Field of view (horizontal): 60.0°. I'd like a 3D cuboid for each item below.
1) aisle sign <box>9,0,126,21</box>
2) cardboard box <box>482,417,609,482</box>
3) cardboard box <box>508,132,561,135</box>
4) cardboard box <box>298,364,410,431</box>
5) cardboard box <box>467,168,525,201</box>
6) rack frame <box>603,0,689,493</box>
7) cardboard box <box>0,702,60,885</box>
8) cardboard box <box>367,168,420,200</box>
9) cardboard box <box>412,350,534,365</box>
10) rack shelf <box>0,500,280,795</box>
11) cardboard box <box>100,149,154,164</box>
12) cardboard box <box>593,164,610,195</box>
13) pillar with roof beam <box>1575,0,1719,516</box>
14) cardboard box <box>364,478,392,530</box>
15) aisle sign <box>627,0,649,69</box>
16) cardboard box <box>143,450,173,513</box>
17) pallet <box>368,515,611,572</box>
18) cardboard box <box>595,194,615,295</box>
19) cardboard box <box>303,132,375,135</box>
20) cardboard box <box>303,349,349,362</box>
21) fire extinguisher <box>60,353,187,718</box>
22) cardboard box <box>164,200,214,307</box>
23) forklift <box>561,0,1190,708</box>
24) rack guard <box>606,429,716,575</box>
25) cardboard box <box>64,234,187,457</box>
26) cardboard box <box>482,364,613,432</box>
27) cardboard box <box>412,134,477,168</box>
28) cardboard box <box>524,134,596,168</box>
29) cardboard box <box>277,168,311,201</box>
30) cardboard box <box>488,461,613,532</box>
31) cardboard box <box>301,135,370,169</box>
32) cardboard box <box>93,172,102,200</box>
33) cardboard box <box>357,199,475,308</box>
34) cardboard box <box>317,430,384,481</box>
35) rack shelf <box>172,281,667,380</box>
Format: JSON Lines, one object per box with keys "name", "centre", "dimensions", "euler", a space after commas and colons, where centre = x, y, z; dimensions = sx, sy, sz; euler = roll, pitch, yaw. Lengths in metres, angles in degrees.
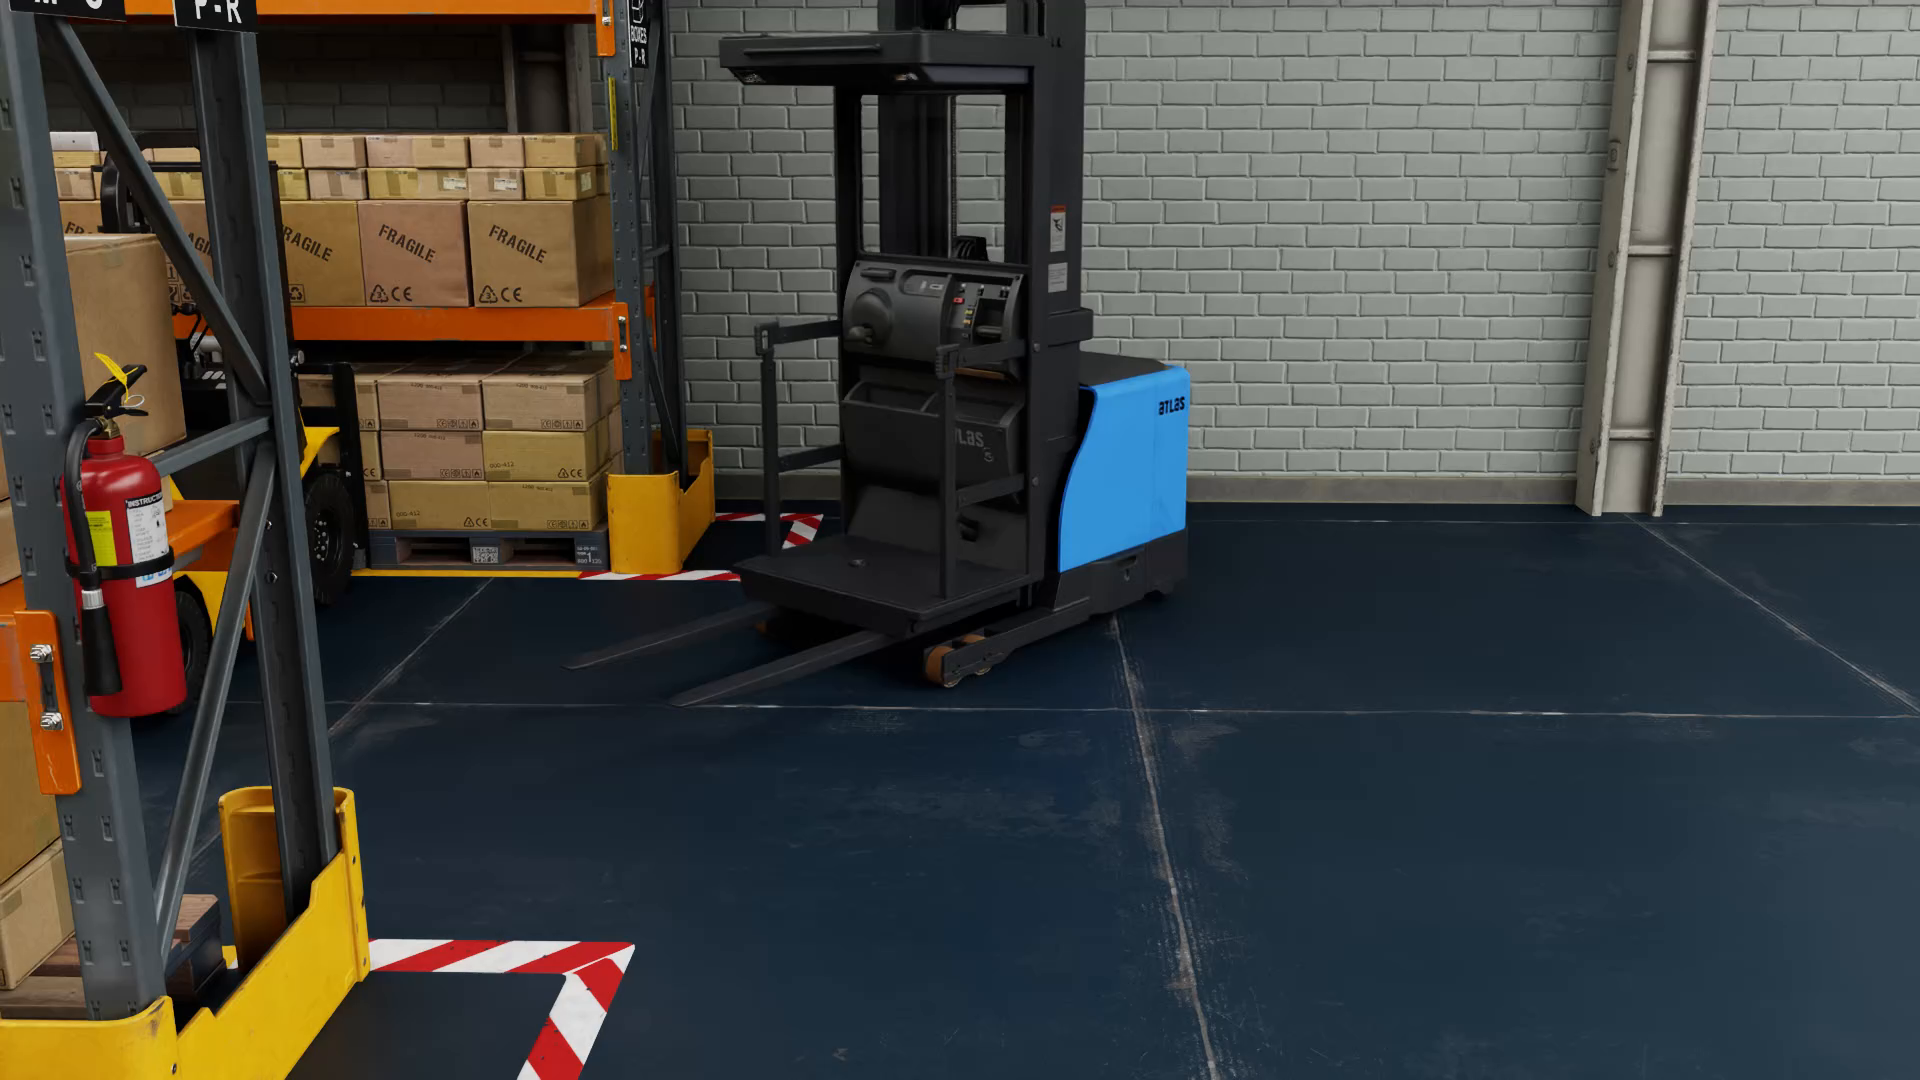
{"name": "aisle sign", "centre": [-1.640, -1.346, 2.966], "dimensions": [0.004, 0.787, 0.394], "euler": [0, 15, 1]}
{"name": "cardboard box", "centre": [-2.066, -0.468, 8.321], "dimensions": [0.500, 0.250, 0.500], "euler": [0, 15, 1]}
{"name": "cardboard box", "centre": [-2.166, -2.010, 8.526], "dimensions": [0.250, 0.149, 0.380], "euler": [1, 15, 3]}
{"name": "cardboard box", "centre": [-3.055, -0.712, 8.267], "dimensions": [0.500, 0.250, 0.500], "euler": [1, 15, 2]}
{"name": "cardboard box", "centre": [-2.181, -1.716, 7.998], "dimensions": [0.250, 0.149, 0.380], "euler": [1, 15, 2]}
{"name": "rack frame", "centre": [-1.571, -1.429, 8.378], "dimensions": [0.127, 3.000, 1.000], "euler": [0, 15, 1]}
{"name": "cardboard box", "centre": [-2.517, 0.525, 4.069], "dimensions": [0.500, 0.500, 0.500], "euler": [0, 15, 0]}
{"name": "cardboard box", "centre": [-2.686, -1.738, 8.080], "dimensions": [0.250, 0.149, 0.380], "euler": [0, 15, 1]}
{"name": "cardboard box", "centre": [-2.546, -0.840, 8.751], "dimensions": [0.500, 0.250, 0.500], "euler": [0, 15, 2]}
{"name": "rack shelf", "centre": [-3.693, 0.171, 3.721], "dimensions": [4.000, 0.370, 1.077], "euler": [0, 15, 1]}
{"name": "cardboard box", "centre": [-3.969, -1.895, 8.093], "dimensions": [0.250, 0.149, 0.380], "euler": [0, 15, 1]}
{"name": "cardboard box", "centre": [-1.903, -1.860, 8.541], "dimensions": [0.250, 0.149, 0.380], "euler": [0, 15, 0]}
{"name": "pillar with roof beam", "centre": [3.644, -3.428, 4.192], "dimensions": [0.400, 9.000, 9.100], "euler": [0, 15, 1]}
{"name": "cardboard box", "centre": [-3.046, -0.237, 8.424], "dimensions": [0.500, 0.250, 0.500], "euler": [1, 15, 2]}
{"name": "aisle sign", "centre": [-1.513, -2.611, 7.761], "dimensions": [0.004, 0.787, 0.394], "euler": [0, 15, 1]}
{"name": "cardboard box", "centre": [-2.028, -0.097, 3.820], "dimensions": [0.250, 0.149, 0.380], "euler": [0, 15, 2]}
{"name": "pallet", "centre": [-2.337, -0.075, 8.712], "dimensions": [1.213, 0.211, 1.003], "euler": [0, 15, 1]}
{"name": "cardboard box", "centre": [-2.059, -1.552, 8.646], "dimensions": [0.500, 0.500, 0.500], "euler": [1, 15, 3]}
{"name": "cardboard box", "centre": [-3.197, -2.028, 8.596], "dimensions": [0.250, 0.149, 0.380], "euler": [0, 15, 0]}
{"name": "cardboard box", "centre": [-3.558, -0.851, 8.793], "dimensions": [0.500, 0.250, 0.500], "euler": [0, 15, 0]}
{"name": "fire extinguisher", "centre": [-1.591, -0.008, 3.141], "dimensions": [0.183, 0.674, 0.296], "euler": [0, 15, 1]}
{"name": "cardboard box", "centre": [-3.603, -1.423, 8.159], "dimensions": [0.500, 0.500, 0.500], "euler": [0, 15, 2]}
{"name": "forklift", "centre": [-0.257, -0.973, 6.783], "dimensions": [1.130, 2.935, 3.031], "euler": [12, 19, 39]}
{"name": "rack guard", "centre": [-1.547, -0.221, 8.696], "dimensions": [0.348, 0.500, 1.175], "euler": [0, 15, 1]}
{"name": "cardboard box", "centre": [-2.160, -0.430, 3.809], "dimensions": [0.500, 0.500, 0.500], "euler": [0, 15, 1]}
{"name": "cardboard box", "centre": [-2.039, -0.710, 8.257], "dimensions": [0.500, 0.250, 0.500], "euler": [1, 15, 3]}
{"name": "cardboard box", "centre": [-2.444, -1.872, 8.006], "dimensions": [0.250, 0.149, 0.380], "euler": [1, 15, 3]}
{"name": "cardboard box", "centre": [-1.934, -1.884, 8.050], "dimensions": [0.250, 0.149, 0.380], "euler": [0, 15, 2]}
{"name": "cardboard box", "centre": [-3.208, -1.724, 8.028], "dimensions": [0.250, 0.149, 0.380], "euler": [0, 15, 2]}
{"name": "cardboard box", "centre": [-2.049, -0.225, 8.381], "dimensions": [0.500, 0.250, 0.500], "euler": [0, 15, 2]}
{"name": "cardboard box", "centre": [-2.954, -1.866, 7.983], "dimensions": [0.250, 0.149, 0.380], "euler": [1, 15, 3]}
{"name": "cardboard box", "centre": [-3.979, -1.733, 8.060], "dimensions": [0.250, 0.149, 0.380], "euler": [0, 15, 0]}
{"name": "cardboard box", "centre": [-2.588, -1.420, 8.145], "dimensions": [0.500, 0.500, 0.500], "euler": [1, 15, 3]}
{"name": "cardboard box", "centre": [-3.083, -0.472, 8.336], "dimensions": [0.500, 0.250, 0.500], "euler": [0, 15, 0]}
{"name": "rack shelf", "centre": [-3.570, -1.095, 8.519], "dimensions": [4.000, 0.370, 1.077], "euler": [0, 15, 1]}
